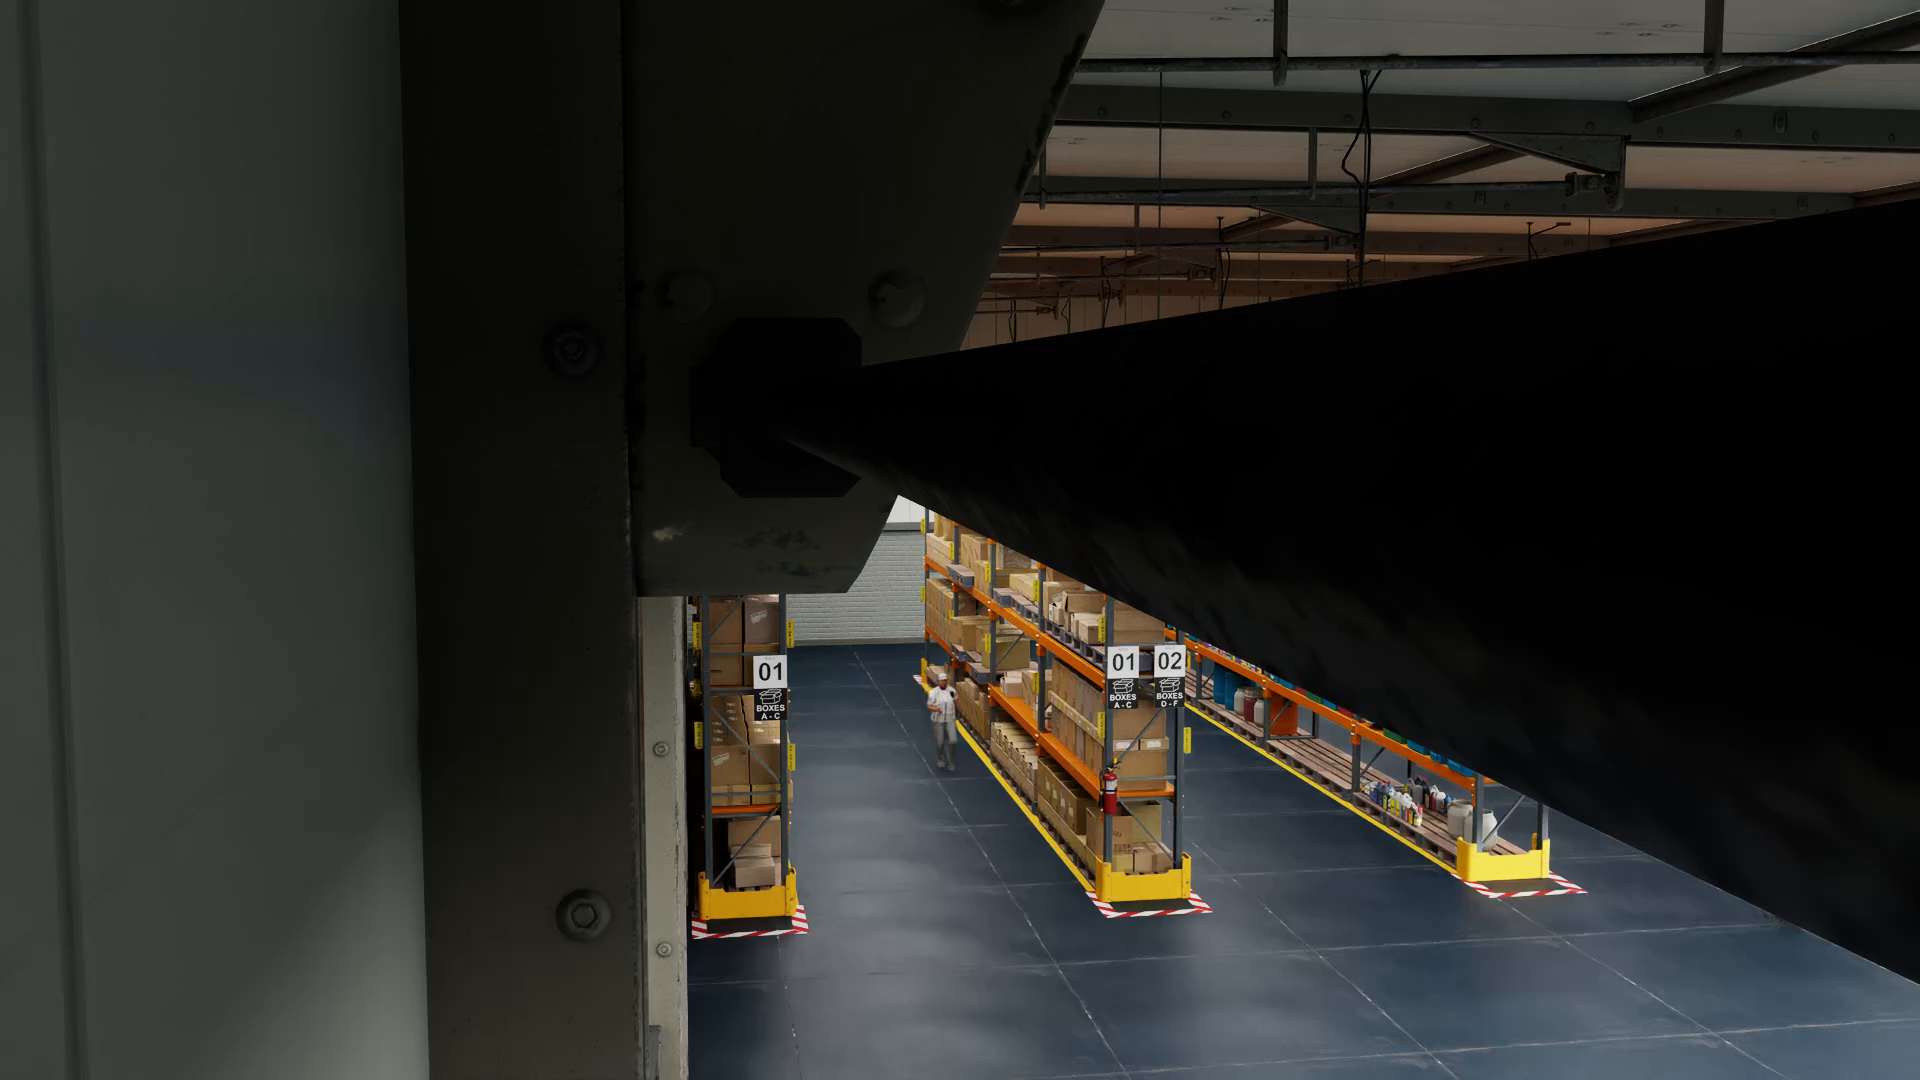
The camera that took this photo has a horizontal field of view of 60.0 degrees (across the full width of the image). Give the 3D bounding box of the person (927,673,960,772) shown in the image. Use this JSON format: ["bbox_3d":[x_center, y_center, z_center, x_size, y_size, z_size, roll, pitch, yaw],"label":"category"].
[{"bbox_3d":[-0.274,3.062,27.908,0.558,1.680,0.685,-1,5,-9],"label":"person"}]
